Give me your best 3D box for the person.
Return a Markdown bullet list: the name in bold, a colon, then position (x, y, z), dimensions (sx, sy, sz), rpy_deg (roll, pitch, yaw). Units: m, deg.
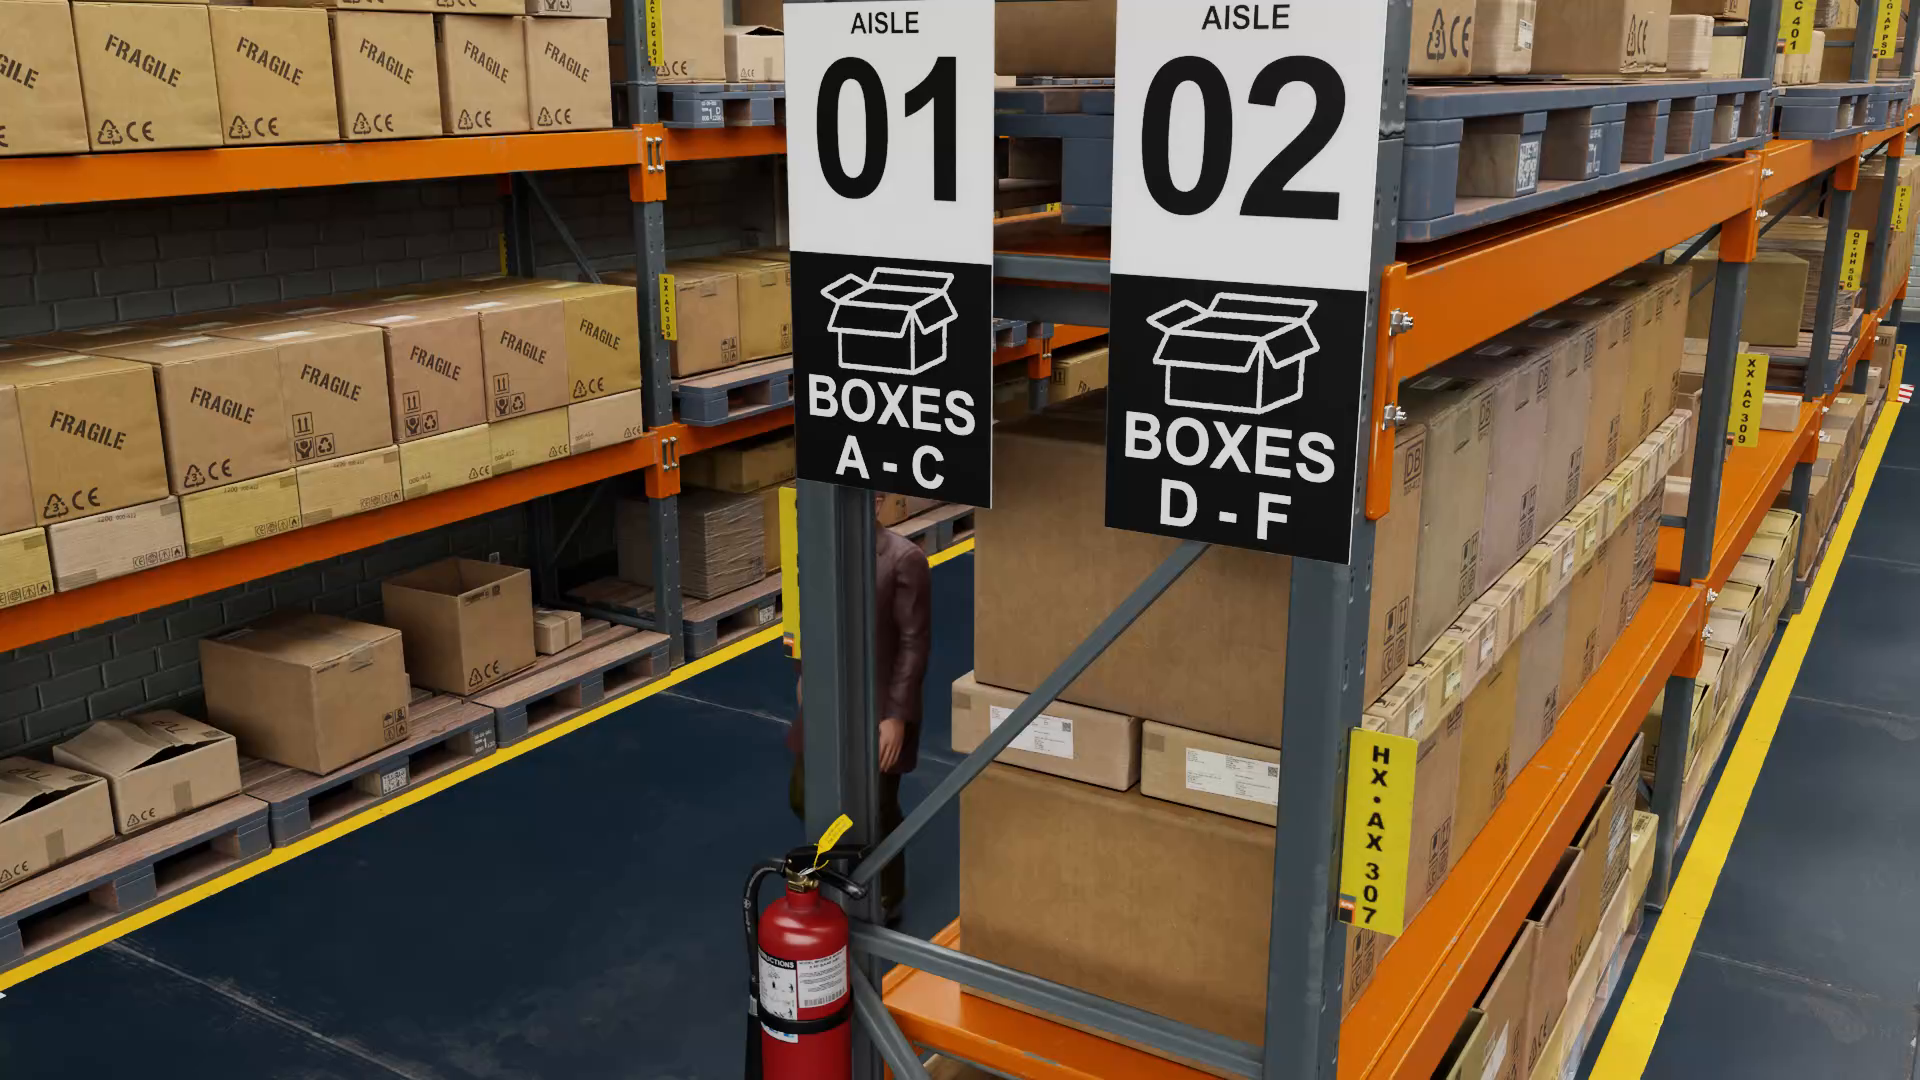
- **person**: position (-0.368, 0.575, 5.995), dimensions (0.651, 1.778, 0.560), rpy_deg (8, 18, 27)
